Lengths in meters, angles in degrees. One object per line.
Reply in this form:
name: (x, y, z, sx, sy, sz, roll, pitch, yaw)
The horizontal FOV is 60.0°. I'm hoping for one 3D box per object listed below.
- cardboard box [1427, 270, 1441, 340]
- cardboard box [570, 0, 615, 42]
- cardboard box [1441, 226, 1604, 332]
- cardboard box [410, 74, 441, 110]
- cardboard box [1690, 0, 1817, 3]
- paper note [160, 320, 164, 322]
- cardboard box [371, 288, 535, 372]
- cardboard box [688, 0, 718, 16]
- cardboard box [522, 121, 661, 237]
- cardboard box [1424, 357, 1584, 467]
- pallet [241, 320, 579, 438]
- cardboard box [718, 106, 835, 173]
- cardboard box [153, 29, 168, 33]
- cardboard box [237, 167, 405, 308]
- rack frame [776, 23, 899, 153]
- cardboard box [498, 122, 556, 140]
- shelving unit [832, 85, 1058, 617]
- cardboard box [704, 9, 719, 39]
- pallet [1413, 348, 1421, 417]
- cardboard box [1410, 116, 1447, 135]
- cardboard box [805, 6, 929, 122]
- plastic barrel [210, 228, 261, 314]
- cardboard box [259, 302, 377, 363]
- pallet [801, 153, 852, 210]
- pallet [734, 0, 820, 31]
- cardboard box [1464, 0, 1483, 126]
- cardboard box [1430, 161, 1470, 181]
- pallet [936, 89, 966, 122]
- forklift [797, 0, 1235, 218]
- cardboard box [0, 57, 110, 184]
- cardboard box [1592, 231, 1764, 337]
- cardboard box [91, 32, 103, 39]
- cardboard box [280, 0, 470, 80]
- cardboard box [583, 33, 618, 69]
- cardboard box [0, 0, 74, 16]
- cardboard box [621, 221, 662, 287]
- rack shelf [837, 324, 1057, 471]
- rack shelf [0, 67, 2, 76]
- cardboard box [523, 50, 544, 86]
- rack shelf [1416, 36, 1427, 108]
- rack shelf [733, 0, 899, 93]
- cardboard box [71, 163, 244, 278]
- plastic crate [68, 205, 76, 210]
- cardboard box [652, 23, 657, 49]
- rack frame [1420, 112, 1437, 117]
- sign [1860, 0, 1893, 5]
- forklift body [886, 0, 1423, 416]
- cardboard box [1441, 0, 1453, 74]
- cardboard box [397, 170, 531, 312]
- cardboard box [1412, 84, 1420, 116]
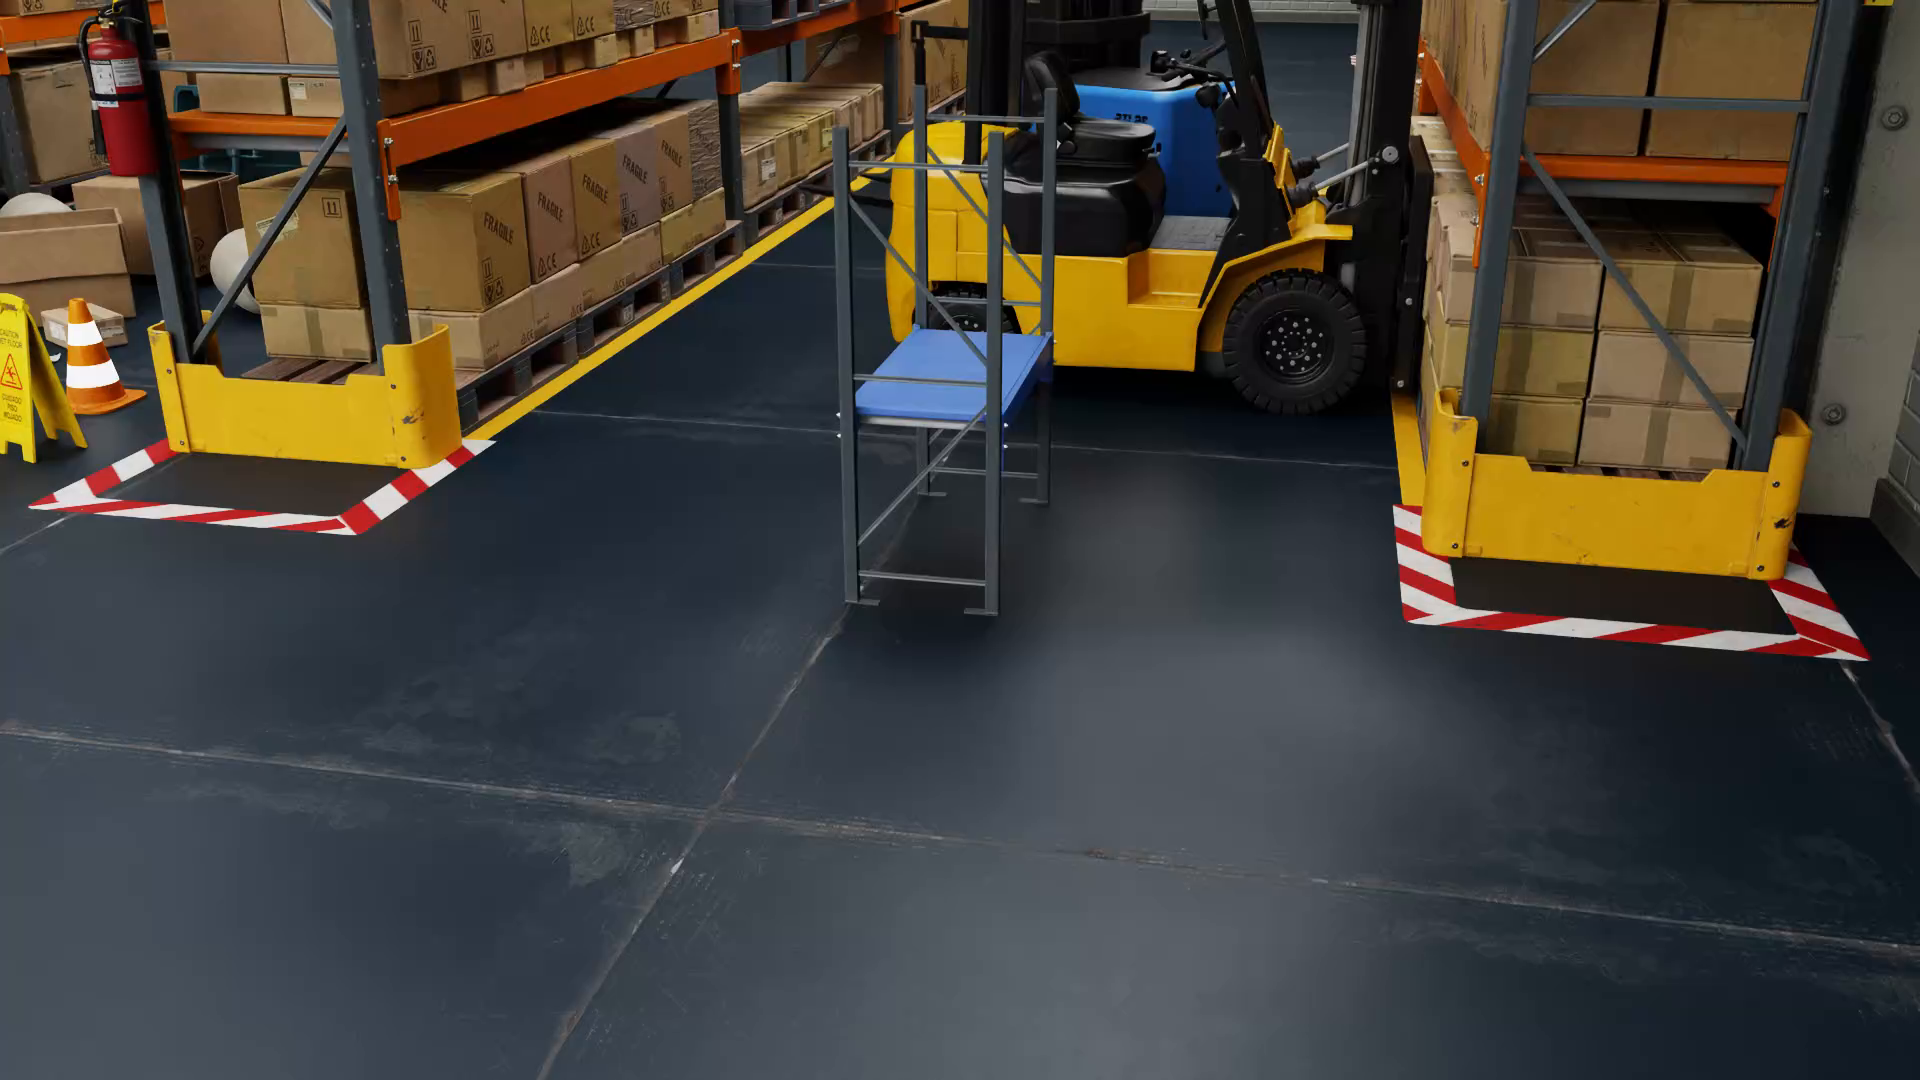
cardboard box: (2.119, -0.904, 6.533, 0.500, 0.250, 0.500, 4, 22, 10)
cardboard box: (-1.978, -2.645, 7.873, 0.500, 0.500, 0.500, 4, 22, 10)
cardboard box: (2.001, -0.944, 5.962, 0.500, 0.250, 0.500, 5, 23, 13)
cardboard box: (-2.338, -1.831, 6.721, 0.380, 0.149, 0.250, 5, 22, 12)
cardboard box: (2.536, -1.820, 5.356, 0.380, 0.149, 0.250, 4, 22, 10)
paper note: (-4.083, -1.160, 8.708, 0.148, 0.019, 0.142, 13, 25, 29)
cardboard box: (-2.212, -0.939, 7.288, 0.500, 0.250, 0.500, 4, 22, 10)
cardboard box: (-1.678, -3.211, 9.280, 0.500, 0.500, 0.500, 4, 22, 10)
cardboard box: (-1.894, -1.866, 8.586, 0.500, 0.500, 0.500, 6, 23, 14)
cardboard box: (1.999, -0.484, 6.158, 0.500, 0.250, 0.500, 5, 22, 11)
pallet: (-2.431, -0.774, 7.494, 1.003, 0.211, 1.213, 4, 22, 11)
cardboard box: (-1.443, -2.894, 11.979, 0.950, 0.372, 0.625, 5, 23, 13)
cardboard box: (-6.094, -3.947, 14.088, 1.050, 0.750, 0.750, 4, 22, 10)
cardboard box: (-2.739, -1.326, 7.245, 0.500, 0.500, 0.500, 5, 22, 11)
rack frame: (-1.015, -4.671, 13.437, 1.000, 3.000, 0.127, 4, 22, 11)
cardboard box: (-2.421, -1.894, 8.657, 0.500, 0.500, 0.500, 6, 23, 14)
shelving unit: (-0.017, -0.665, 5.496, 0.538, 1.500, 1.048, 4, 22, 11)
cardboard box: (-1.598, -2.951, 9.502, 0.380, 0.149, 0.250, 4, 22, 10)
pallet: (2.579, -0.803, 7.564, 1.003, 0.211, 1.213, 4, 22, 11)
cardboard box: (2.623, -2.062, 8.737, 0.500, 0.250, 0.500, 4, 22, 10)
cardboard box: (-0.793, -4.127, 14.367, 0.875, 0.875, 0.875, 4, 22, 10)
plastic barrel: (-3.708, -1.421, 8.816, 0.421, 0.421, 0.512, -16, 27, -35)
cardboard box: (-2.741, -0.990, 7.415, 0.500, 0.250, 0.500, 4, 22, 11)
pallet: (-1.427, -2.647, 12.144, 1.003, 0.211, 1.213, 4, 22, 11)
pallet: (-1.533, -3.388, 10.507, 1.003, 0.211, 1.213, 4, 22, 11)
cardboard box: (2.171, -1.804, 6.184, 0.500, 0.500, 0.500, 5, 23, 13)
cardboard box: (2.304, -1.501, 7.346, 0.500, 0.250, 0.500, 4, 22, 10)
pallet: (-0.529, -4.105, 15.764, 1.003, 0.211, 1.213, 4, 22, 11)
forklift: (0.281, -3.255, 10.012, 3.031, 2.935, 1.130, 17, 28, 36)
cardboard box: (-6.659, -2.934, 11.573, 1.050, 0.750, 0.750, 4, 22, 11)
cardboard box: (2.496, -0.913, 5.886, 0.500, 0.250, 0.500, 4, 22, 10)
cardboard box: (-10.011, -5.863, 18.679, 1.225, 0.875, 0.875, 5, 22, 11)
cardboard box: (-2.279, -2.082, 6.476, 0.500, 0.500, 0.500, 4, 22, 10)
cardboard box: (-1.901, -2.391, 8.112, 0.380, 0.149, 0.250, 5, 22, 11)
cardboard box: (-6.327, -3.767, 11.058, 0.500, 0.500, 0.500, 5, 22, 12)
cardboard box: (-1.896, -1.510, 8.706, 0.500, 0.250, 0.500, 5, 22, 12)
rack shelf: (-0.017, -0.498, 5.563, 0.538, 0.185, 1.000, 4, 22, 11)
rack shelf: (-7.106, -2.484, 8.968, 1.077, 0.370, 4.000, 4, 22, 11)
cardboard box: (-2.088, -2.108, 7.409, 0.380, 0.149, 0.250, 5, 22, 12)
rack shelf: (3.437, -3.229, 10.819, 1.077, 0.370, 4.000, 4, 22, 11)
rack shelf: (-1.423, -3.606, 11.756, 1.077, 0.370, 4.000, 4, 22, 11)
cardboard box: (-4.585, -1.829, 9.539, 0.797, 0.637, 0.503, 4, 22, 11)
plastic crate: (-5.451, -2.108, 10.759, 0.450, 0.188, 0.662, 7, 21, 42)
cardboard box: (-1.837, -2.680, 8.829, 0.380, 0.149, 0.250, 4, 22, 10)
rack frame: (3.029, -2.831, 8.869, 1.000, 3.000, 0.127, 4, 22, 11)
sign: (2.755, -1.762, 4.950, 0.100, 0.325, 0.005, 4, 22, 11)
forklift body: (0.814, -1.807, 7.462, 2.313, 2.155, 1.214, 4, 22, 11)
cardboard box: (2.490, -2.358, 7.561, 0.500, 0.500, 0.500, 4, 22, 10)
cardboard box: (-2.208, -1.295, 7.170, 0.500, 0.500, 0.500, 4, 22, 9)
cardboard box: (3.442, -2.675, 11.096, 0.875, 0.625, 0.625, 4, 22, 9)
